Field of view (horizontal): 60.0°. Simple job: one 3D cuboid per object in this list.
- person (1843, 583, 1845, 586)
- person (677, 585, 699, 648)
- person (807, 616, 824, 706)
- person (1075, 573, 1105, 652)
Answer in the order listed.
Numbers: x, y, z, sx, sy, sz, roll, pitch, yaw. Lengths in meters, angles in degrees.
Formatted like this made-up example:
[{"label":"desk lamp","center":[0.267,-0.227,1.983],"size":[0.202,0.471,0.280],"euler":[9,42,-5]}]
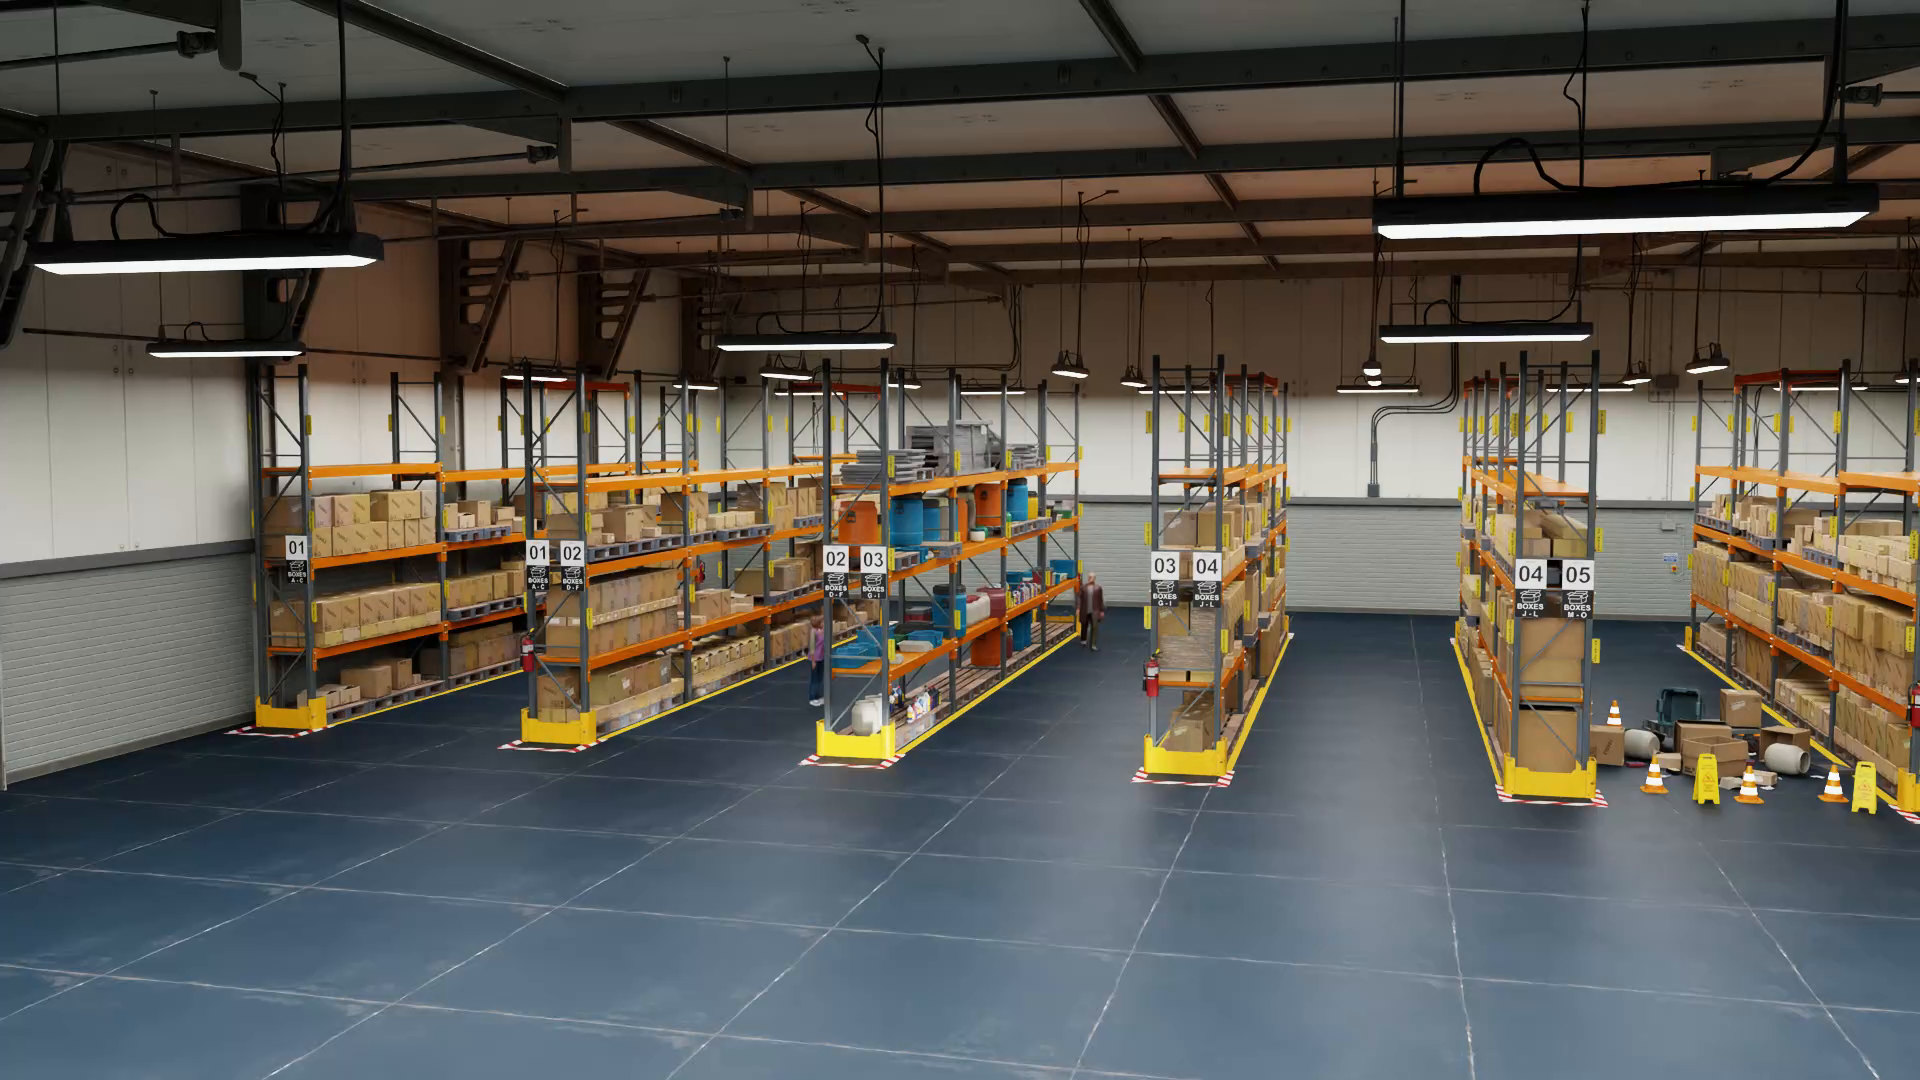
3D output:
[{"label":"person","center":[19.038,1.703,35.945],"size":[0.765,1.729,0.900],"euler":[-2,4,-25]},{"label":"person","center":[-5.826,1.737,35.642],"size":[0.592,1.603,0.975],"euler":[1,4,14]},{"label":"person","center":[-2.546,2.144,29.561],"size":[0.321,1.607,0.431],"euler":[1,4,19]},{"label":"person","center":[2.899,1.590,36.999],"size":[0.677,1.734,1.084],"euler":[0,4,2]}]
